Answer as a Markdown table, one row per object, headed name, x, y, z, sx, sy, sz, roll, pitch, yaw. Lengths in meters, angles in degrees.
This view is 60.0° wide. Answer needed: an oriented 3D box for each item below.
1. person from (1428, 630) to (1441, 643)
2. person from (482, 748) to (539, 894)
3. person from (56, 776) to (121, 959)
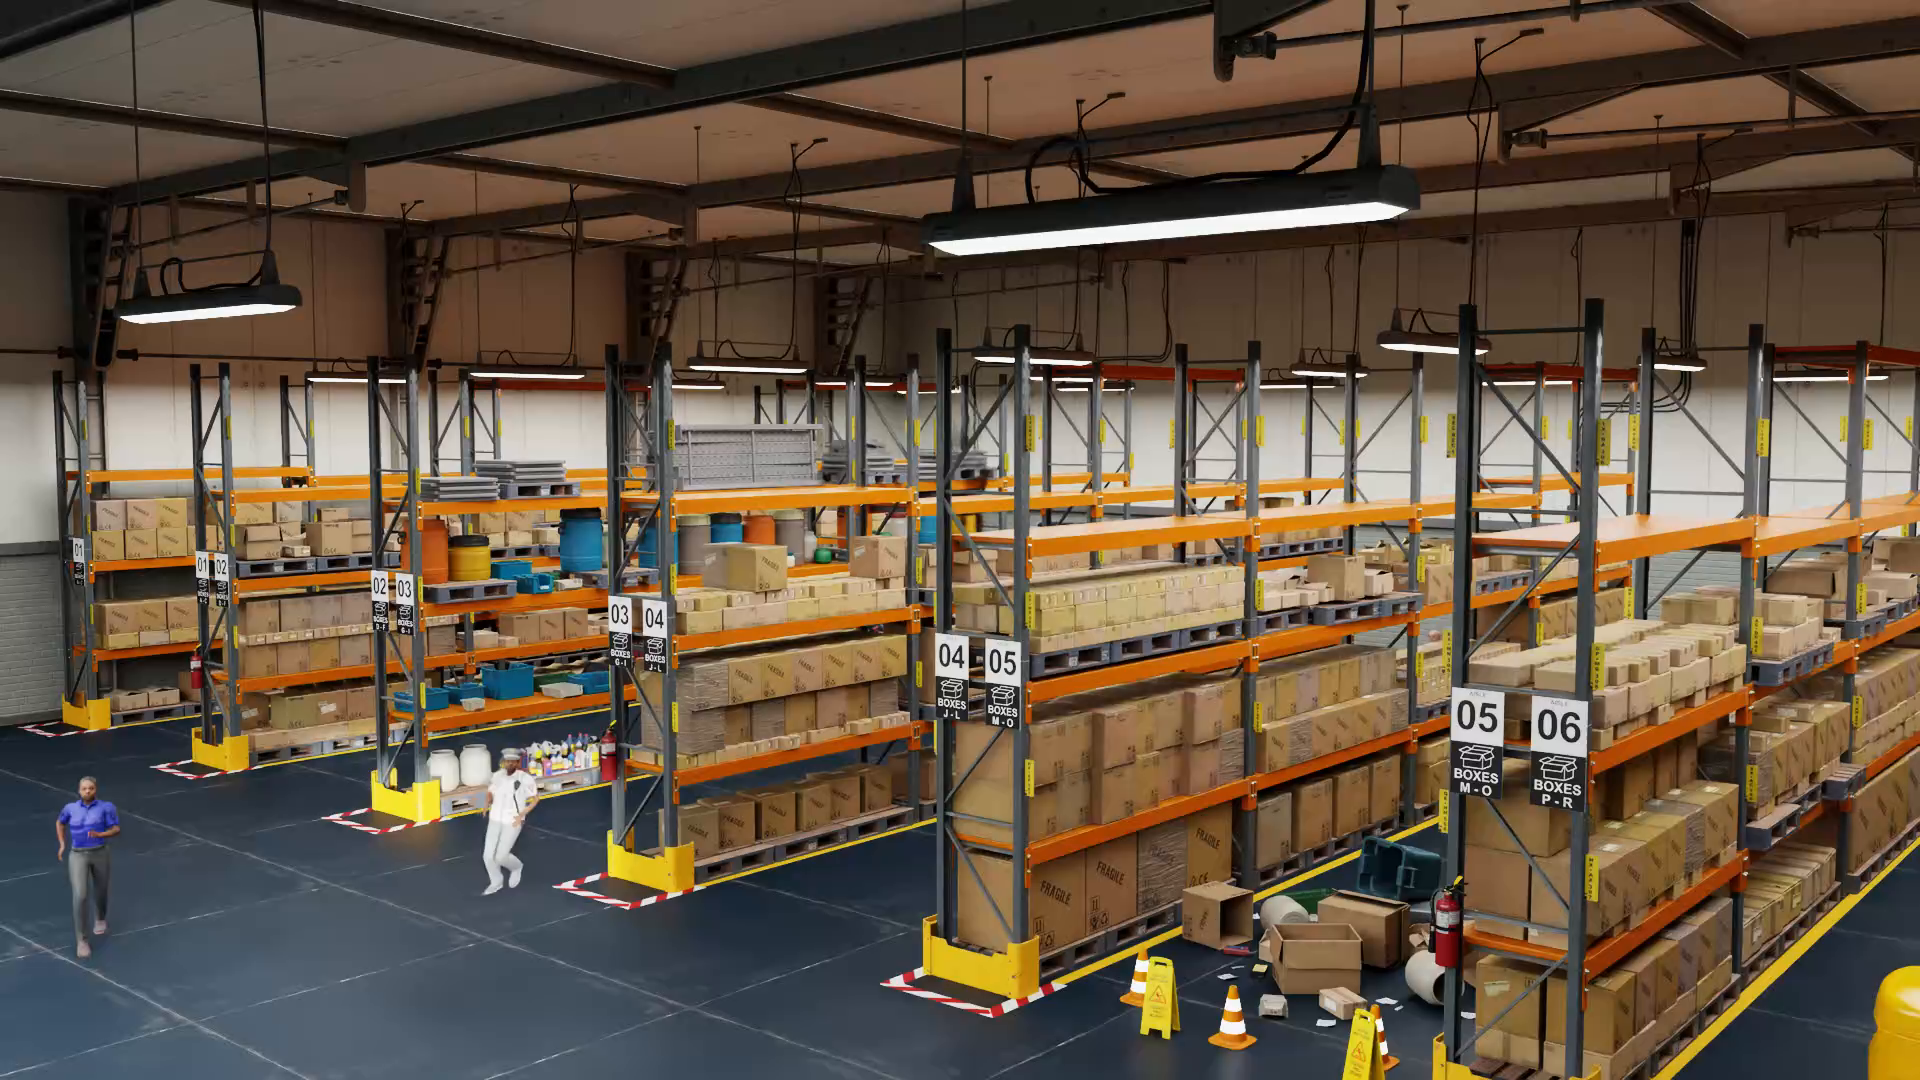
| name | x | y | z | sx | sy | sz | roll | pitch | yaw |
| --- | --- | --- | --- | --- | --- | --- | --- | --- | --- |
| person | 7.688 | 2.355 | 26.744 | 0.727 | 1.823 | 0.991 | 4 | 6 | 42 |
| person | -4.928 | 3.054 | 18.105 | 0.573 | 1.623 | 0.528 | 1 | 4 | 15 |
| person | -8.527 | 3.153 | 16.293 | 0.554 | 1.703 | 0.818 | -2 | 5 | -28 |
